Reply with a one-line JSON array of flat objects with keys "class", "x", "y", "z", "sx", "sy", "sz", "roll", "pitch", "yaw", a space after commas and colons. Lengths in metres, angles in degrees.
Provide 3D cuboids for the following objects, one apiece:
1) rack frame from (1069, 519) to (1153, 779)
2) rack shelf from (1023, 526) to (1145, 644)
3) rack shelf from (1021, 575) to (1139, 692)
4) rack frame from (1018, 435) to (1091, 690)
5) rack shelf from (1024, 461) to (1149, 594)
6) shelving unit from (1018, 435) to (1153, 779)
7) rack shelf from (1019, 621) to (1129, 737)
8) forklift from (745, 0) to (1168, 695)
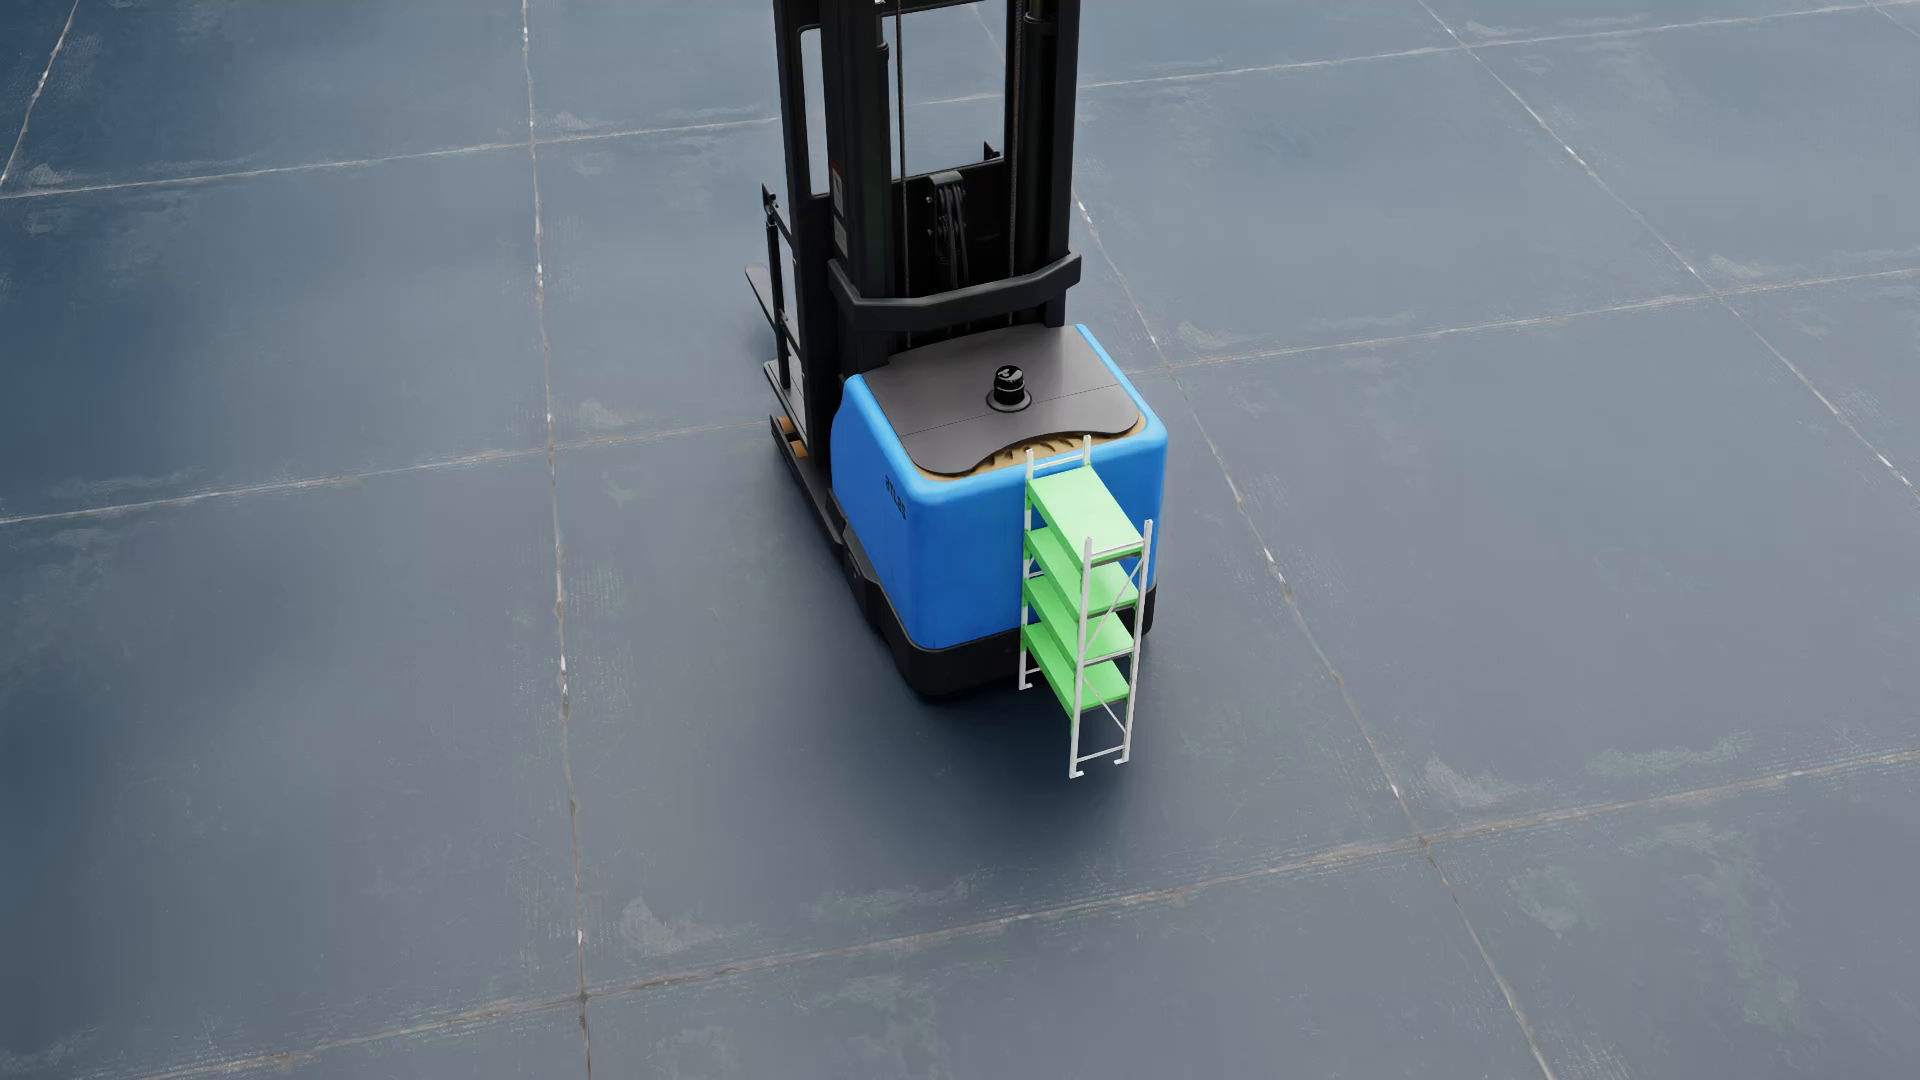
[{"class": "rack frame", "x": 0.524, "y": 0.414, "z": 5.880, "sx": 0.240, "sy": 1.200, "sz": 0.015, "roll": -15, "pitch": 44, "yaw": -16}, {"class": "rack shelf", "x": 0.435, "y": 0.131, "z": 5.933, "sx": 0.258, "sy": 0.148, "sz": 0.480, "roll": -15, "pitch": 44, "yaw": -16}, {"class": "rack shelf", "x": 0.435, "y": 0.311, "z": 6.093, "sx": 0.258, "sy": 0.148, "sz": 0.480, "roll": -15, "pitch": 44, "yaw": -16}, {"class": "rack frame", "x": 0.346, "y": 0.112, "z": 6.220, "sx": 0.240, "sy": 1.200, "sz": 0.015, "roll": -15, "pitch": 44, "yaw": -16}, {"class": "rack shelf", "x": 0.435, "y": -0.048, "z": 5.774, "sx": 0.258, "sy": 0.148, "sz": 0.480, "roll": -15, "pitch": 44, "yaw": -16}, {"class": "shelving unit", "x": 0.435, "y": 0.263, "z": 6.050, "sx": 0.258, "sy": 1.200, "sz": 0.503, "roll": -15, "pitch": 44, "yaw": -16}, {"class": "rack shelf", "x": 0.435, "y": 0.490, "z": 6.252, "sx": 0.258, "sy": 0.148, "sz": 0.480, "roll": -15, "pitch": 44, "yaw": -16}, {"class": "forklift", "x": -0.228, "y": -1.481, "z": 6.710, "sx": 1.130, "sy": 2.935, "sz": 3.031, "roll": -15, "pitch": 44, "yaw": -16}]
